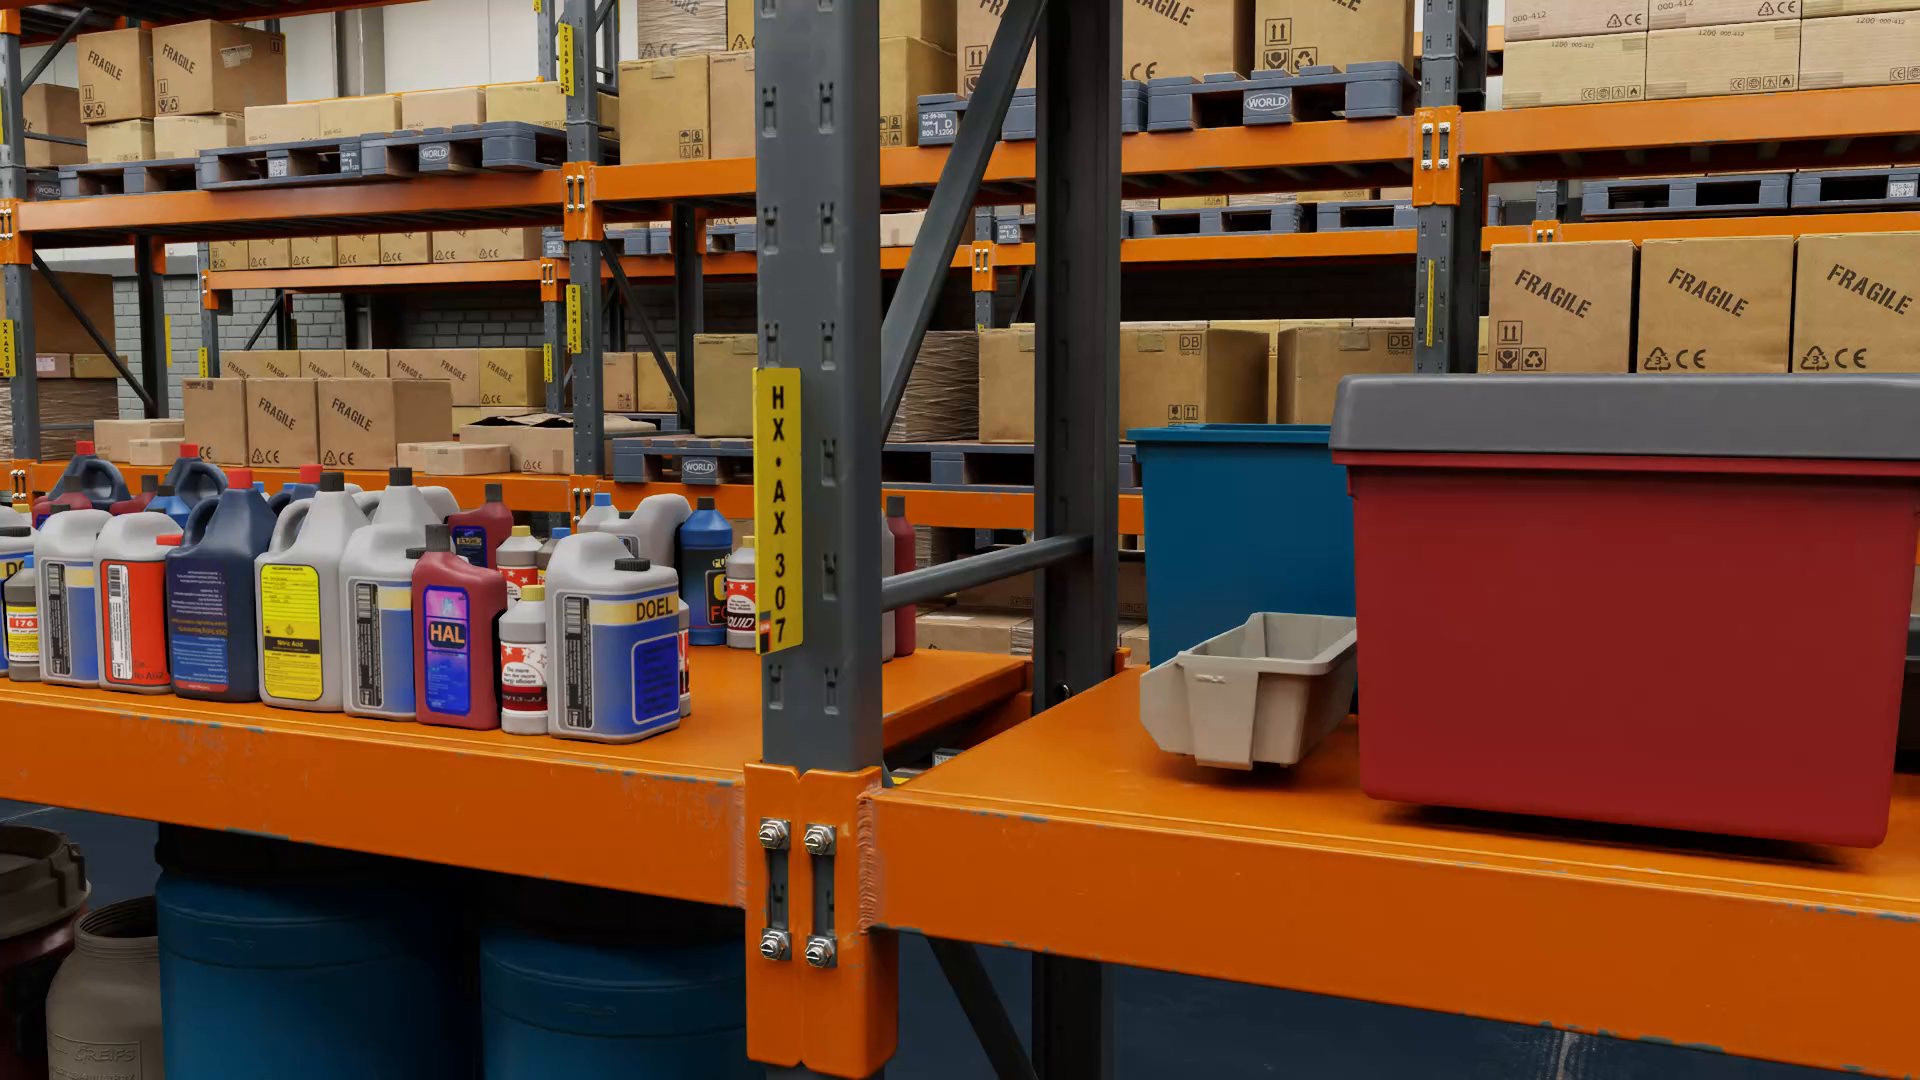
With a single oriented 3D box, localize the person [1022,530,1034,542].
[{"bbox_3d":[0.667,-0.136,10.809,0.584,1.779,0.444,2,6,22],"label":"person"}]
